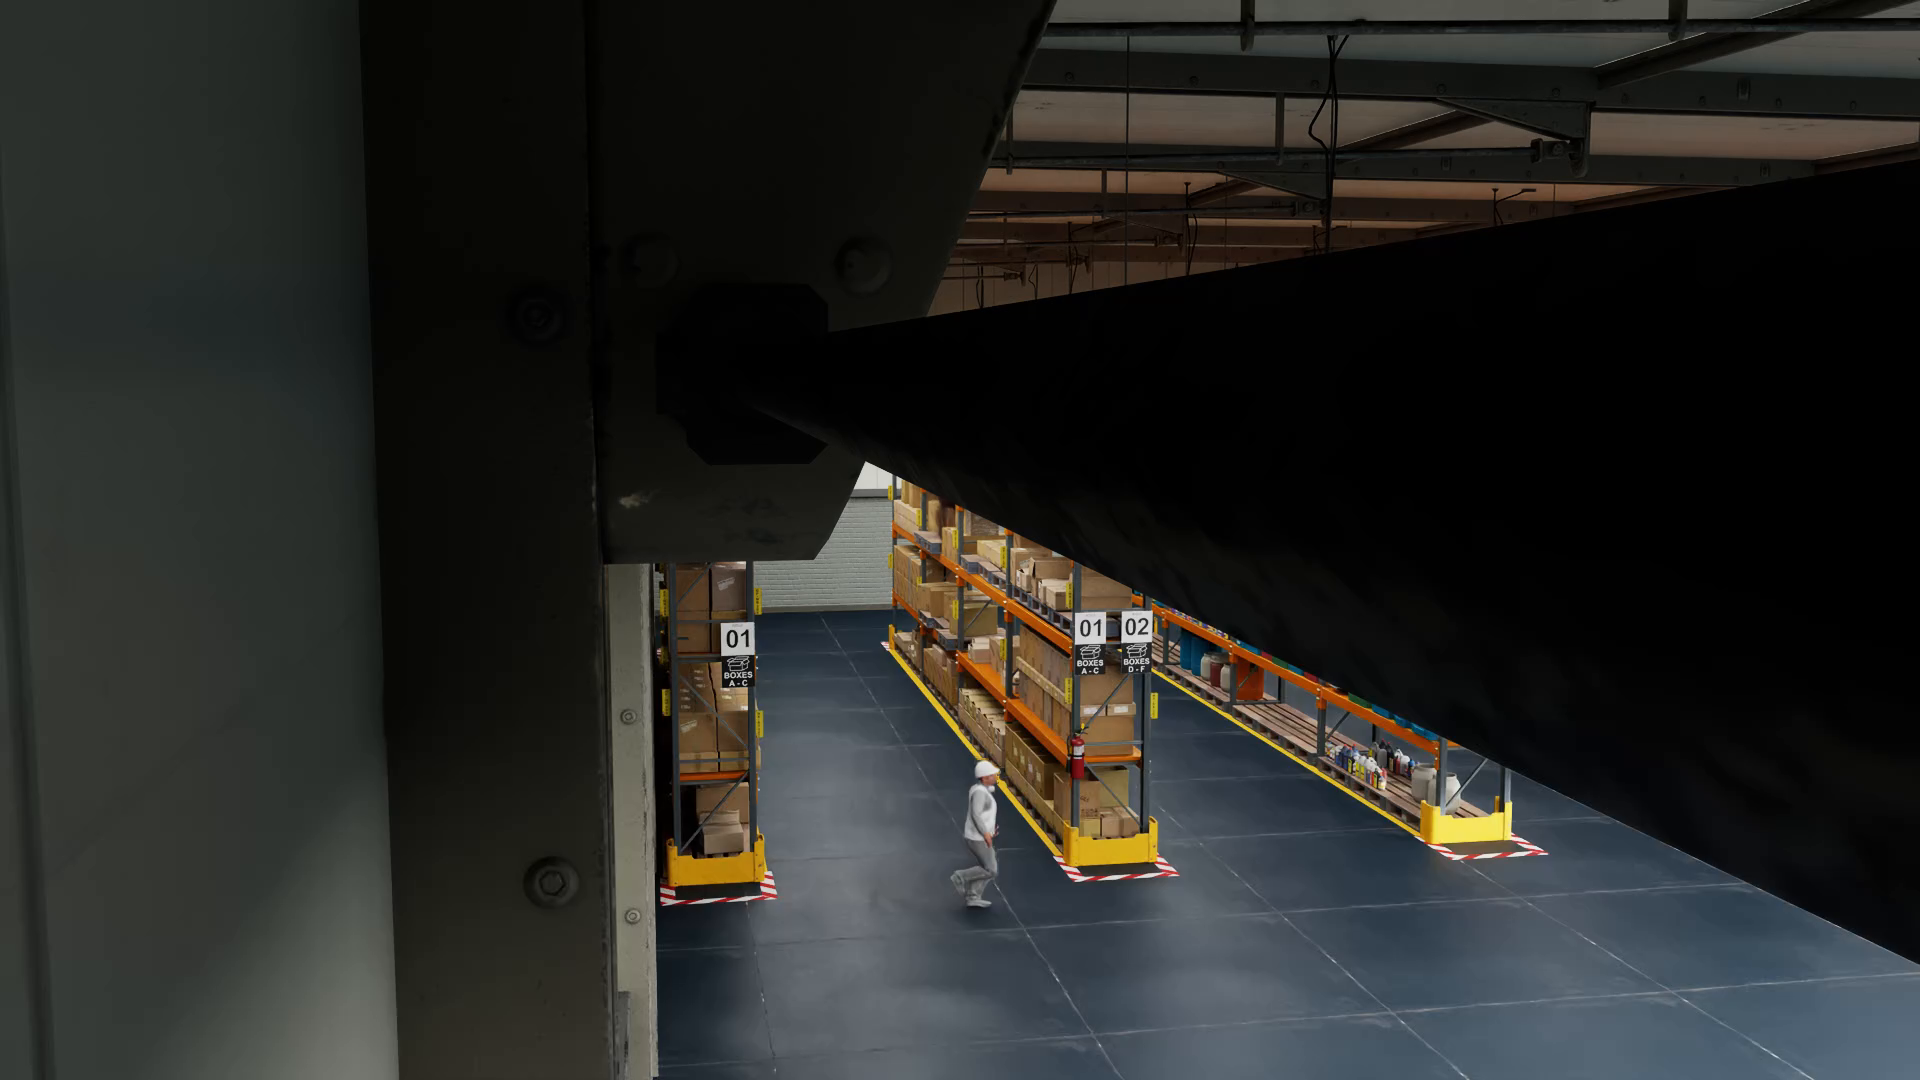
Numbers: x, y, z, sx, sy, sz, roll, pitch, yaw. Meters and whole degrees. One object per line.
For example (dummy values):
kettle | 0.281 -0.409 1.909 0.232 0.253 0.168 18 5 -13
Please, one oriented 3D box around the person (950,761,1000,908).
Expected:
person | 0.171 3.407 19.270 0.572 1.717 0.654 1 6 6
